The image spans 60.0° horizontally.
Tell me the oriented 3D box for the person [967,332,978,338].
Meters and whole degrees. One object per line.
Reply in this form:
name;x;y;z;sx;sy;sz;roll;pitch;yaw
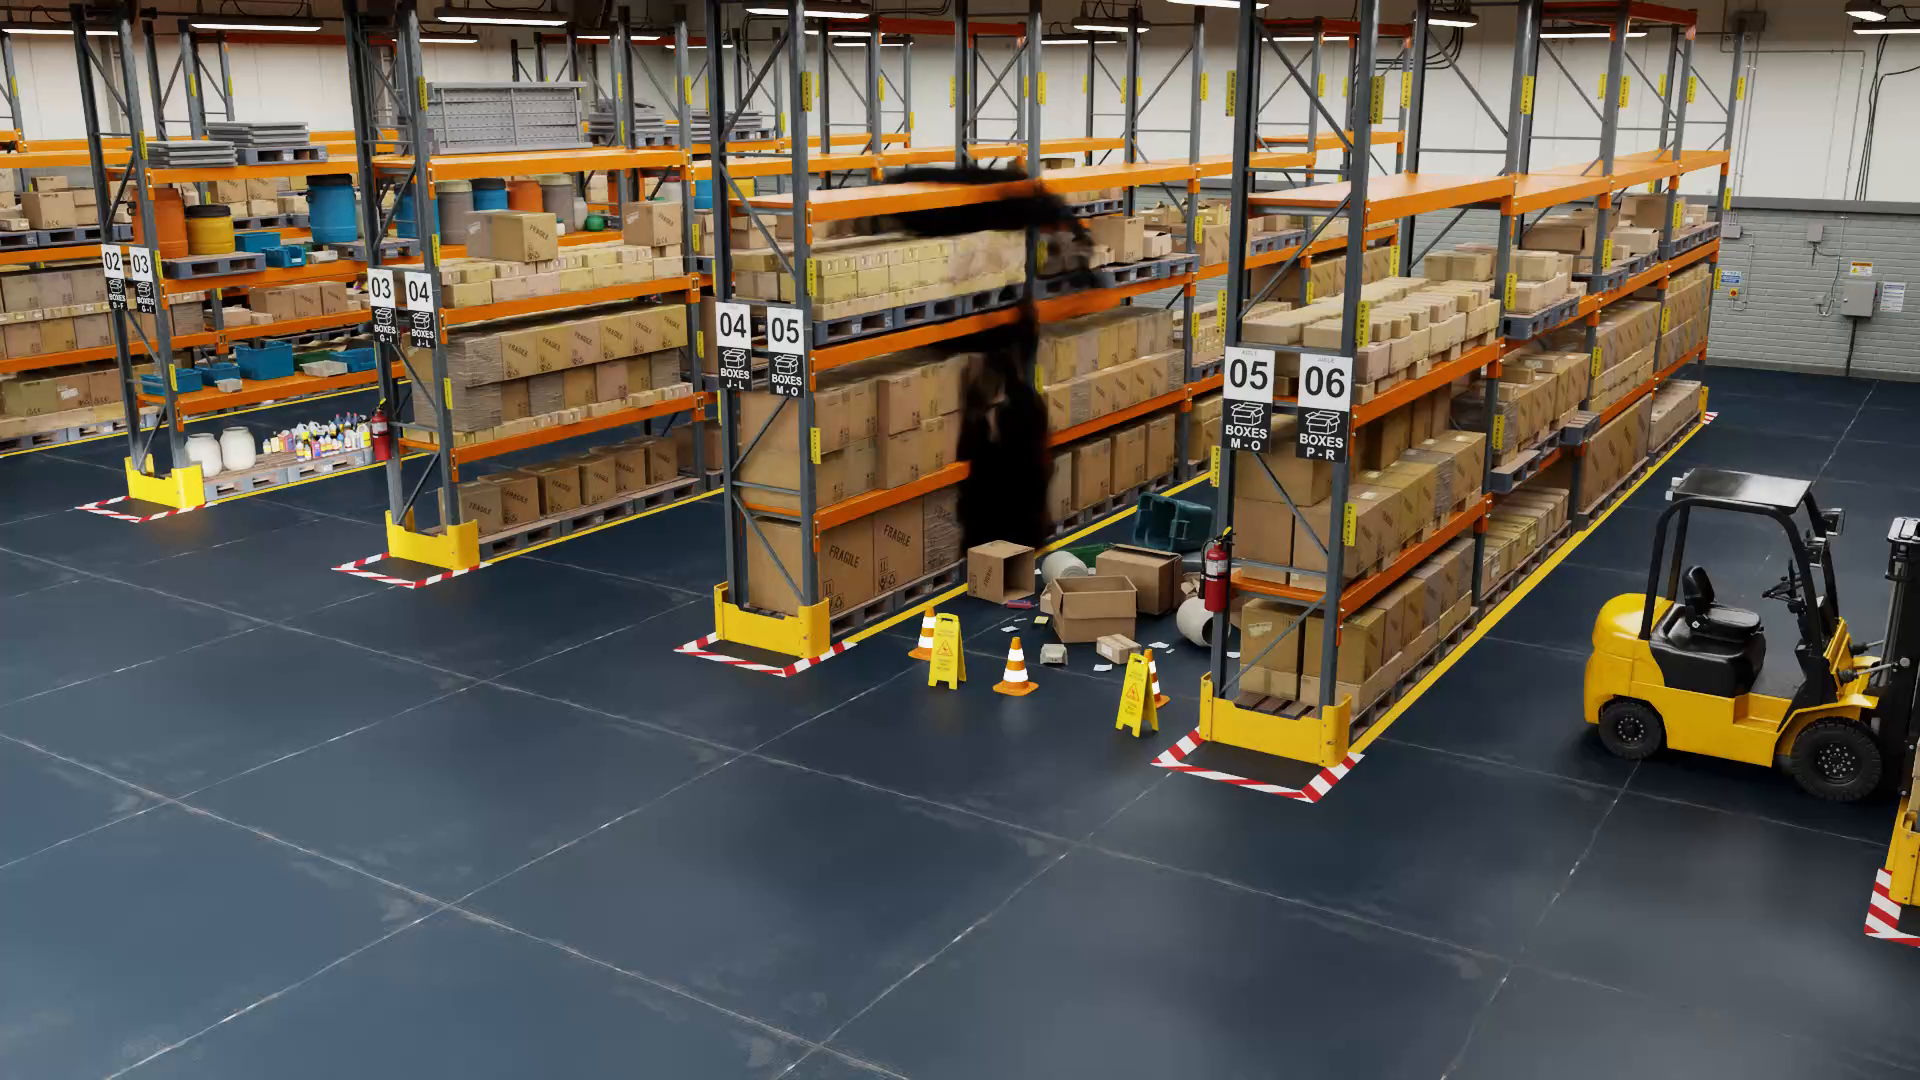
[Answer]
person;0.207;-2.274;24.252;0.518;1.696;0.887;10;18;31

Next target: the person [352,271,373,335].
person;-11.087;-4.194;31.041;0.672;1.824;0.762;10;19;33
